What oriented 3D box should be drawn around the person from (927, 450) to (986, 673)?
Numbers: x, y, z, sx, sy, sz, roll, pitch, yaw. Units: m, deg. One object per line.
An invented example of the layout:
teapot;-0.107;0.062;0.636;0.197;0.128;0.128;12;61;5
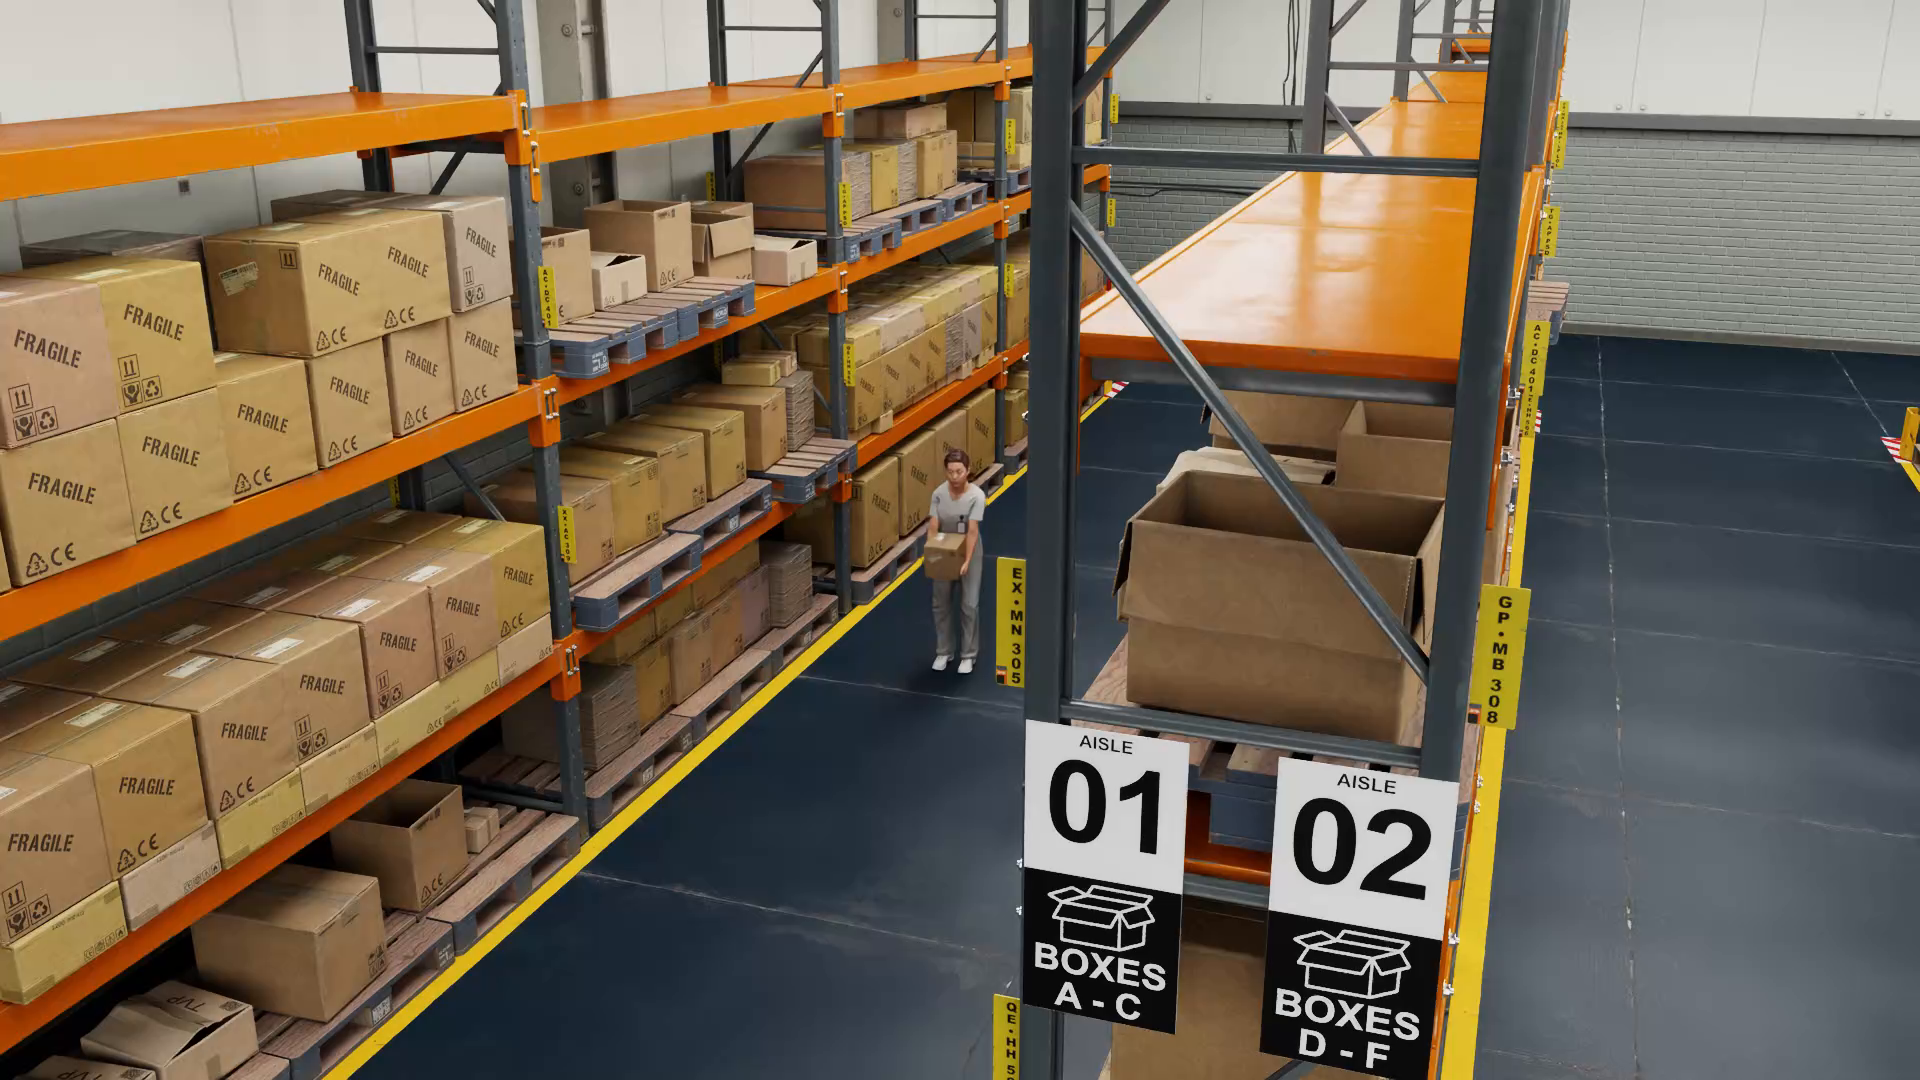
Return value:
person;-0.031;0.161;12.116;0.411;1.664;0.512;6;20;17
